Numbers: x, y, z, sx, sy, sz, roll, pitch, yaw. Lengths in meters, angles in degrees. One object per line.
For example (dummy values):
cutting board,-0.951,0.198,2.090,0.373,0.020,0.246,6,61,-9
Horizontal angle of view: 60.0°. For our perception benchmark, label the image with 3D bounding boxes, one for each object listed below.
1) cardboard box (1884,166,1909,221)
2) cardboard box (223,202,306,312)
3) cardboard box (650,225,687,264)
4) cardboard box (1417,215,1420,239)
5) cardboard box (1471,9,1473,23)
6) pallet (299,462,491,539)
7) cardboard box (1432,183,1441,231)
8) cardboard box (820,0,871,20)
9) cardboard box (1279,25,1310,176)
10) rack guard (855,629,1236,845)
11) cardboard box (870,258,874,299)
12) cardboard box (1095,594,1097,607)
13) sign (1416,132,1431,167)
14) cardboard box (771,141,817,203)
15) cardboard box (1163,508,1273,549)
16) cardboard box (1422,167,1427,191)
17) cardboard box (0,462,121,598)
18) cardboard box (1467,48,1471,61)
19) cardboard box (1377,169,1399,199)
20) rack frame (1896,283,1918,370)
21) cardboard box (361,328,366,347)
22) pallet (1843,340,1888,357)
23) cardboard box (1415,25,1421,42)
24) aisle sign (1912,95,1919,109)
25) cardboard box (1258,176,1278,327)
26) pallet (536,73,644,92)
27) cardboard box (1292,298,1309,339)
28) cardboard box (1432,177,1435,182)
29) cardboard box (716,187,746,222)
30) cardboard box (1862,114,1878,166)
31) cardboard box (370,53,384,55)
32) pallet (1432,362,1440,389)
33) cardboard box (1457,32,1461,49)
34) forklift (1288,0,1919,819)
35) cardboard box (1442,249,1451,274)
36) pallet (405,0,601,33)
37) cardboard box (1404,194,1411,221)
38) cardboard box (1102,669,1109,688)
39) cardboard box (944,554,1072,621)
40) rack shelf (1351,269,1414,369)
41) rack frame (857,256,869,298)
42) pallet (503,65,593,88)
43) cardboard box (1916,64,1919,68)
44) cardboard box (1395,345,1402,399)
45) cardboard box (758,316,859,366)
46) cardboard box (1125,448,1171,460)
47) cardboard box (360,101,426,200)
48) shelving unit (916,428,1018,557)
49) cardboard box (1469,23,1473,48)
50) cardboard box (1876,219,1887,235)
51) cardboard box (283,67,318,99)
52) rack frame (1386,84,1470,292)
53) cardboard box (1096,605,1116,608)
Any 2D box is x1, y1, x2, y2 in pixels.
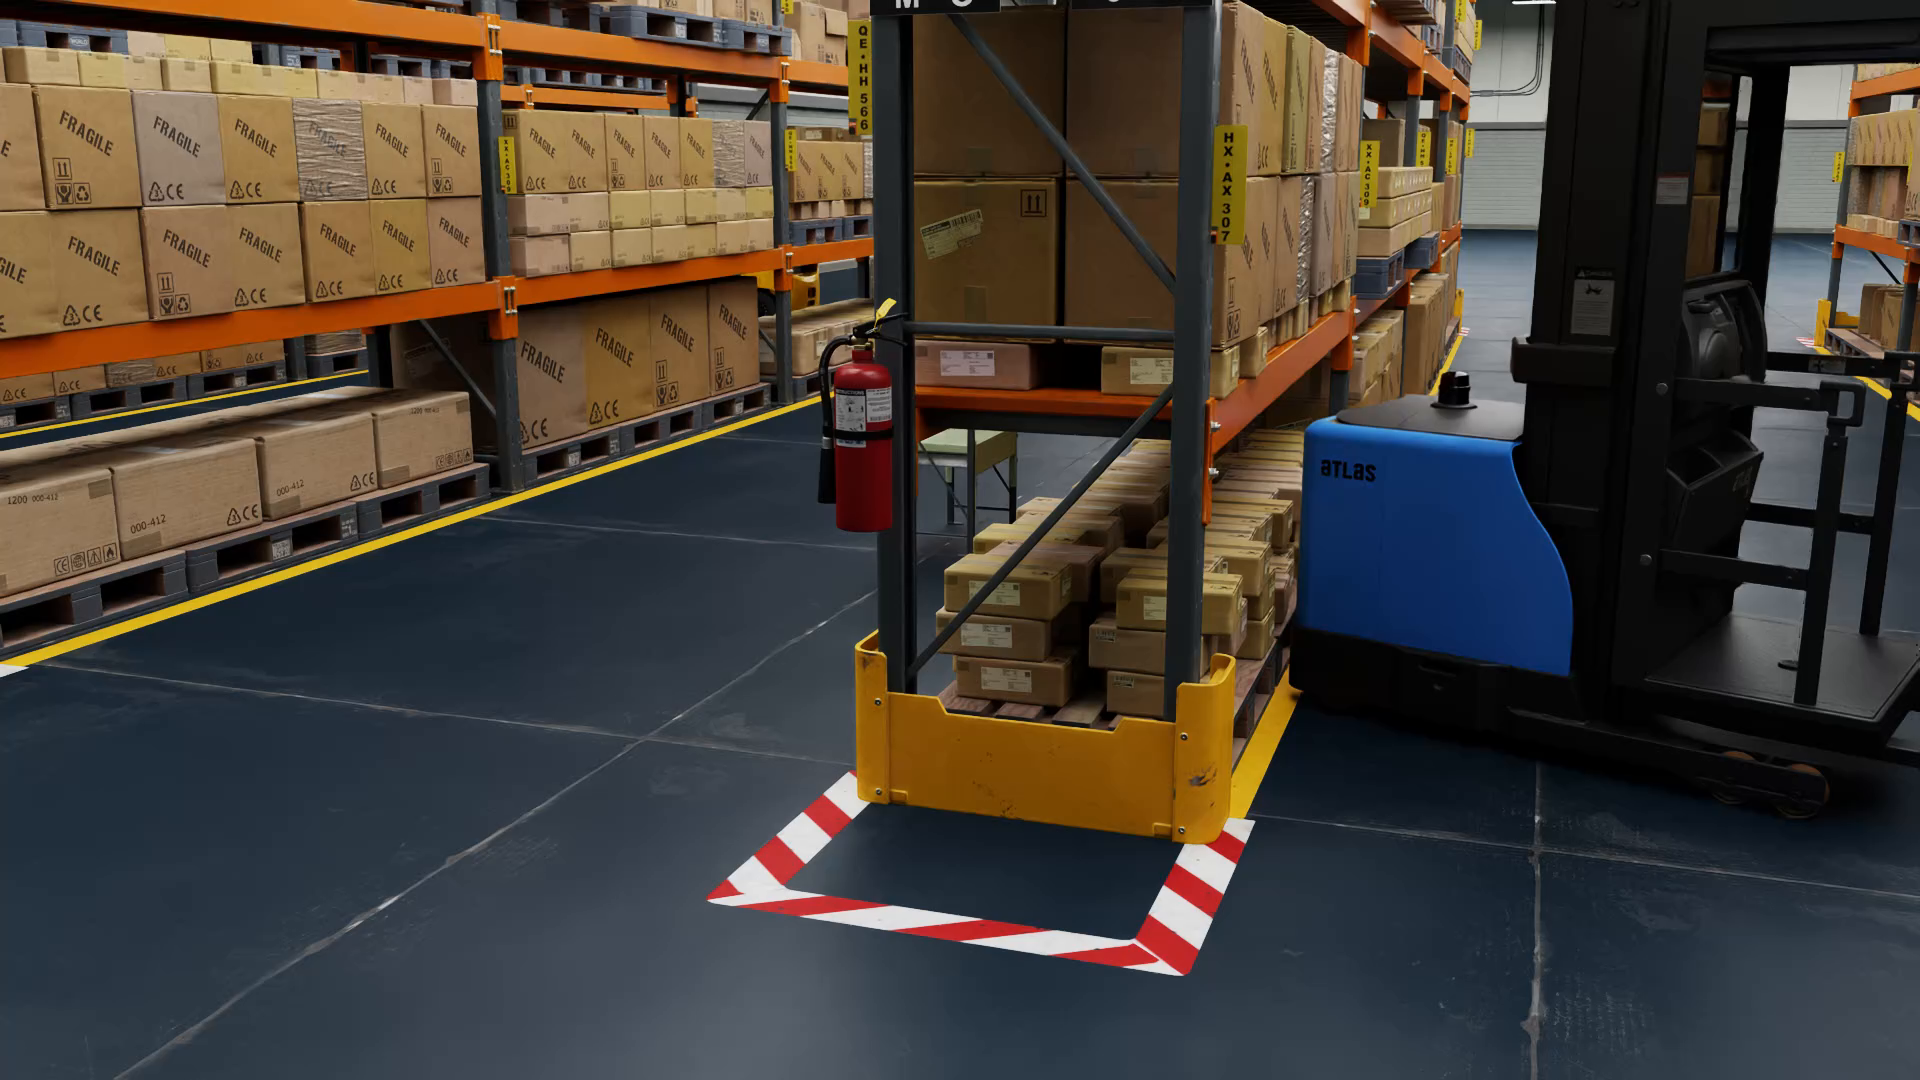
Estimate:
cardboard box,9.243,-3.254,15.612,0.875,0.500,0.500,4,14,18
cardboard box,-3.590,-1.392,8.121,0.500,0.500,0.500,5,14,20
cardboard box,-2.278,-2.105,11.807,0.500,0.250,0.500,4,13,17
cardboard box,2.763,-2.021,10.723,0.380,0.149,0.250,4,13,16
cardboard box,5.376,-5.701,18.090,0.380,0.149,0.250,5,14,19
pallet,-3.508,-0.270,9.697,1.003,0.211,1.213,4,14,18
cardboard box,4.038,-2.947,14.933,0.500,0.500,0.500,4,14,18
cardboard box,-0.976,-4.959,15.501,0.500,0.250,0.500,5,14,19
cardboard box,0.977,-1.578,6.021,0.500,0.500,0.500,4,13,17
rack guard,0.259,0.596,5.254,1.175,0.500,0.348,4,14,18
cardboard box,-0.662,-2.842,18.250,0.500,0.500,0.500,4,14,18
cardboard box,0.301,0.192,6.200,0.380,0.149,0.250,4,13,16
sign,3.339,-2.780,12.003,0.100,0.325,0.005,4,14,18
cardboard box,-1.529,-3.103,14.005,0.500,0.500,0.500,4,13,17
cardboard box,1.004,-0.024,6.478,0.380,0.149,0.250,5,14,21
cardboard box,2.847,-2.363,10.884,0.380,0.149,0.250,5,14,20
cardboard box,-4.363,-0.044,7.253,0.875,0.438,0.875,4,13,16
cardboard box,5.377,-5.314,18.186,0.380,0.149,0.250,4,14,19
cardboard box,2.091,-1.871,8.729,0.380,0.149,0.250,5,14,21
rack frame,8.777,-2.755,14.318,1.000,3.000,0.127,4,14,18
cardboard box,-6.173,-2.298,16.710,0.875,0.625,0.625,5,14,20
pallet,9.354,-1.797,16.388,1.003,0.211,1.213,4,14,18
cardboard box,2.878,-3.664,11.334,0.500,0.500,0.500,4,14,18
aisle sign,10.376,-4.856,17.681,0.394,0.787,0.004,4,14,18
cardboard box,0.790,-0.990,5.690,0.500,0.500,0.500,4,14,19
pallet,-4.650,-5.682,20.599,1.003,0.211,1.213,4,14,18
cardboard box,1.220,-0.915,6.821,0.380,0.149,0.250,5,14,20
cardboard box,4.225,-3.285,16.303,0.875,0.550,0.550,4,14,18
cardboard box,-1.972,-2.568,12.714,0.500,0.250,0.500,4,13,17
cardboard box,9.307,-3.972,16.510,0.500,0.500,0.500,4,14,18
cardboard box,-5.975,-5.039,16.939,0.380,0.166,0.250,4,14,18
pallet,3.939,-1.606,15.550,1.003,0.211,1.213,4,14,18
cardboard box,4.638,-4.834,16.080,0.380,0.149,0.250,4,14,19
forklift,2.713,-0.694,5.440,3.031,2.935,1.130,10,16,37
cardboard box,4.675,-2.620,17.556,0.875,0.875,0.875,4,14,19
pallet,-2.938,-3.350,10.613,0.805,0.209,1.217,4,13,16
cardboard box,2.425,-1.947,9.730,0.380,0.149,0.250,5,14,21
cardboard box,0.714,0.430,5.826,0.380,0.149,0.250,4,14,18
cardboard box,0.166,0.159,5.678,0.380,0.149,0.250,5,14,19
rack shelf,2.176,-1.519,10.521,1.077,0.370,4.000,4,14,18
rack frame,-0.600,-3.469,17.444,1.000,3.000,0.127,4,14,18
pallet,-5.046,-5.426,19.477,1.003,0.211,1.213,4,14,18
cardboard box,8.678,-4.259,14.504,0.500,0.250,0.500,5,14,21
cardboard box,2.857,-1.120,11.827,0.500,0.500,0.500,4,14,18
cardboard box,-1.470,-1.824,15.201,0.950,0.372,0.625,4,13,17
cardboard box,0.978,-0.329,7.816,0.380,0.149,0.250,4,13,17
cardboard box,-3.251,-2.095,8.954,0.500,0.500,0.500,4,13,18
shelving unit,0.002,-0.733,8.827,0.431,1.500,0.755,4,14,18
cardboard box,5.354,-5.535,18.257,0.500,0.250,0.500,4,14,19
cardboard box,9.068,-3.014,16.016,0.380,0.149,0.250,4,14,18
cardboard box,-3.460,-2.284,8.325,0.380,0.149,0.250,4,13,17
rack frame,5.411,-3.976,19.666,1.000,3.000,0.127,4,14,18
cardboard box,0.429,0.289,6.445,0.380,0.149,0.250,4,14,19
